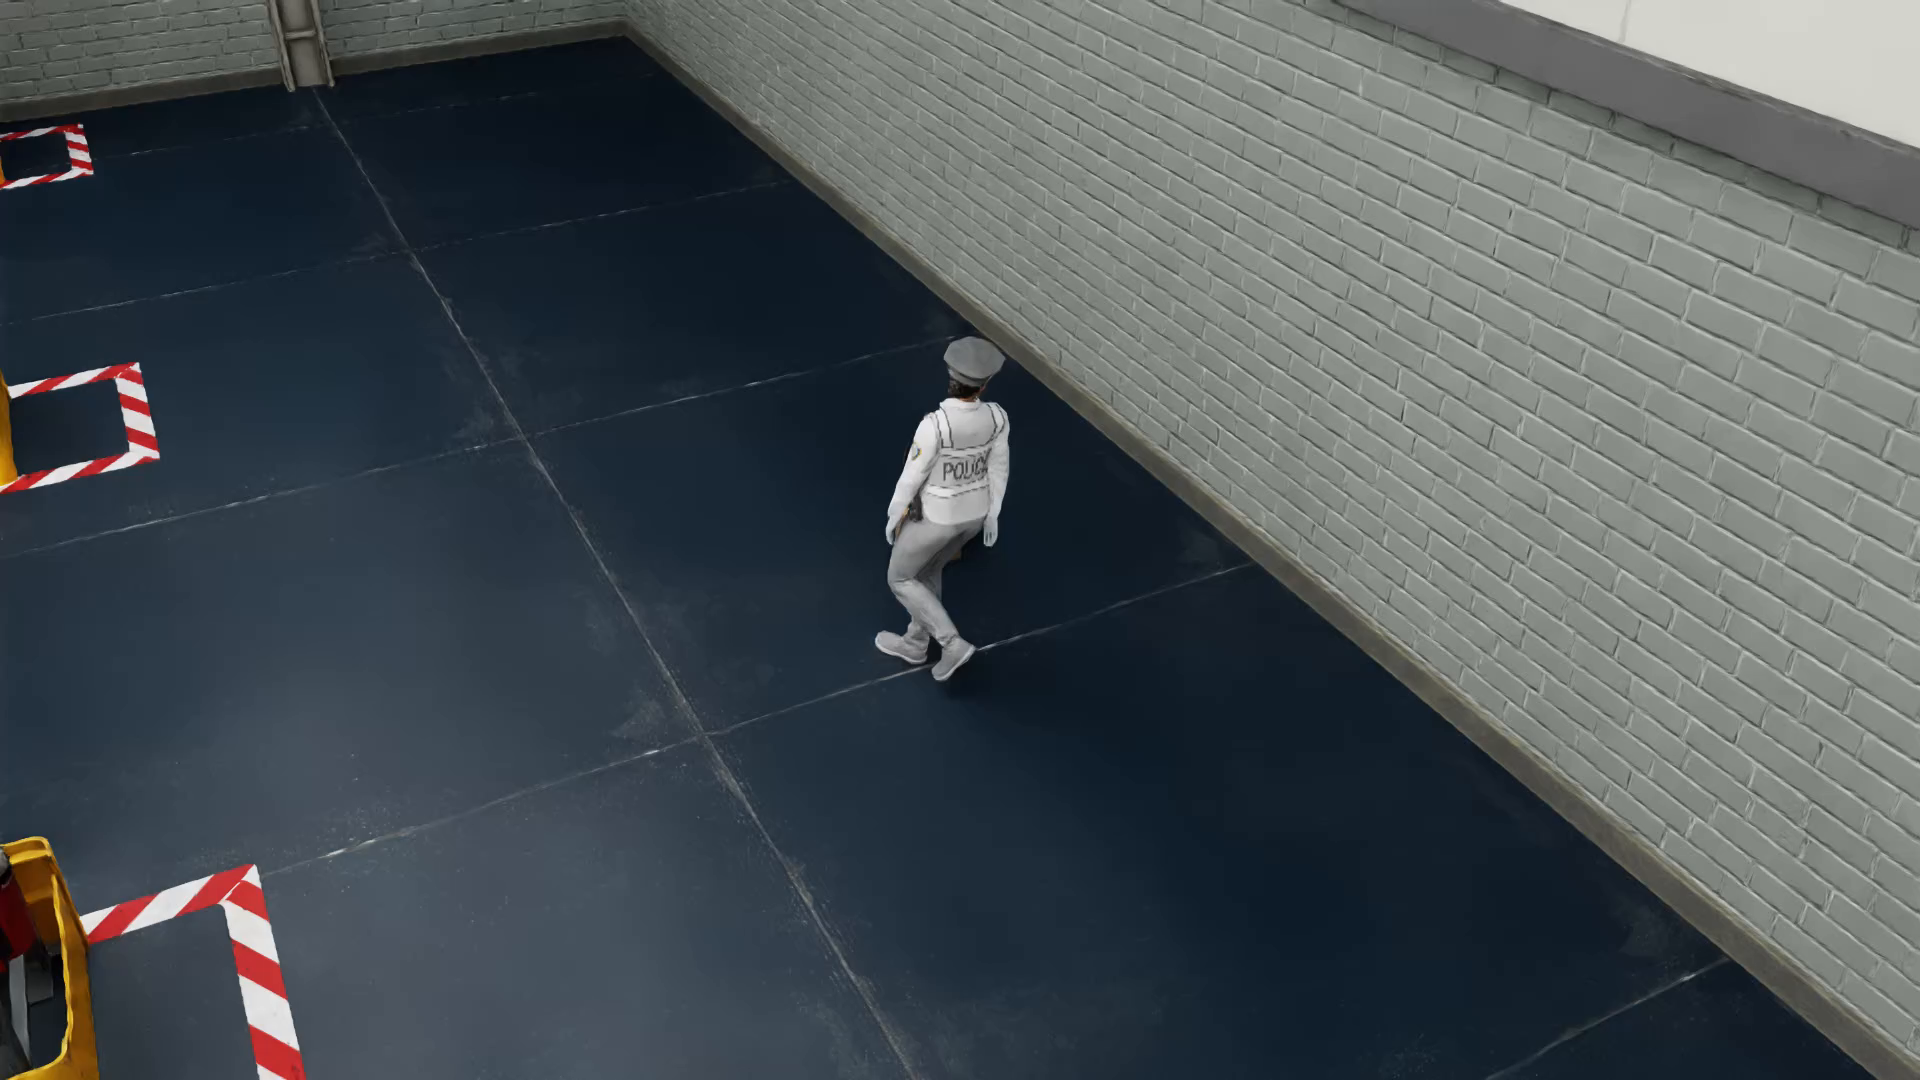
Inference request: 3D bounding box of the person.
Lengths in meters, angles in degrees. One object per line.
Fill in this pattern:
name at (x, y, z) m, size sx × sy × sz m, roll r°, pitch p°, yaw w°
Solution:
person at (-0.053, -0.119, 7.346) m, size 0.518 × 1.623 × 0.638 m, roll -23°, pitch 40°, yaw -31°
